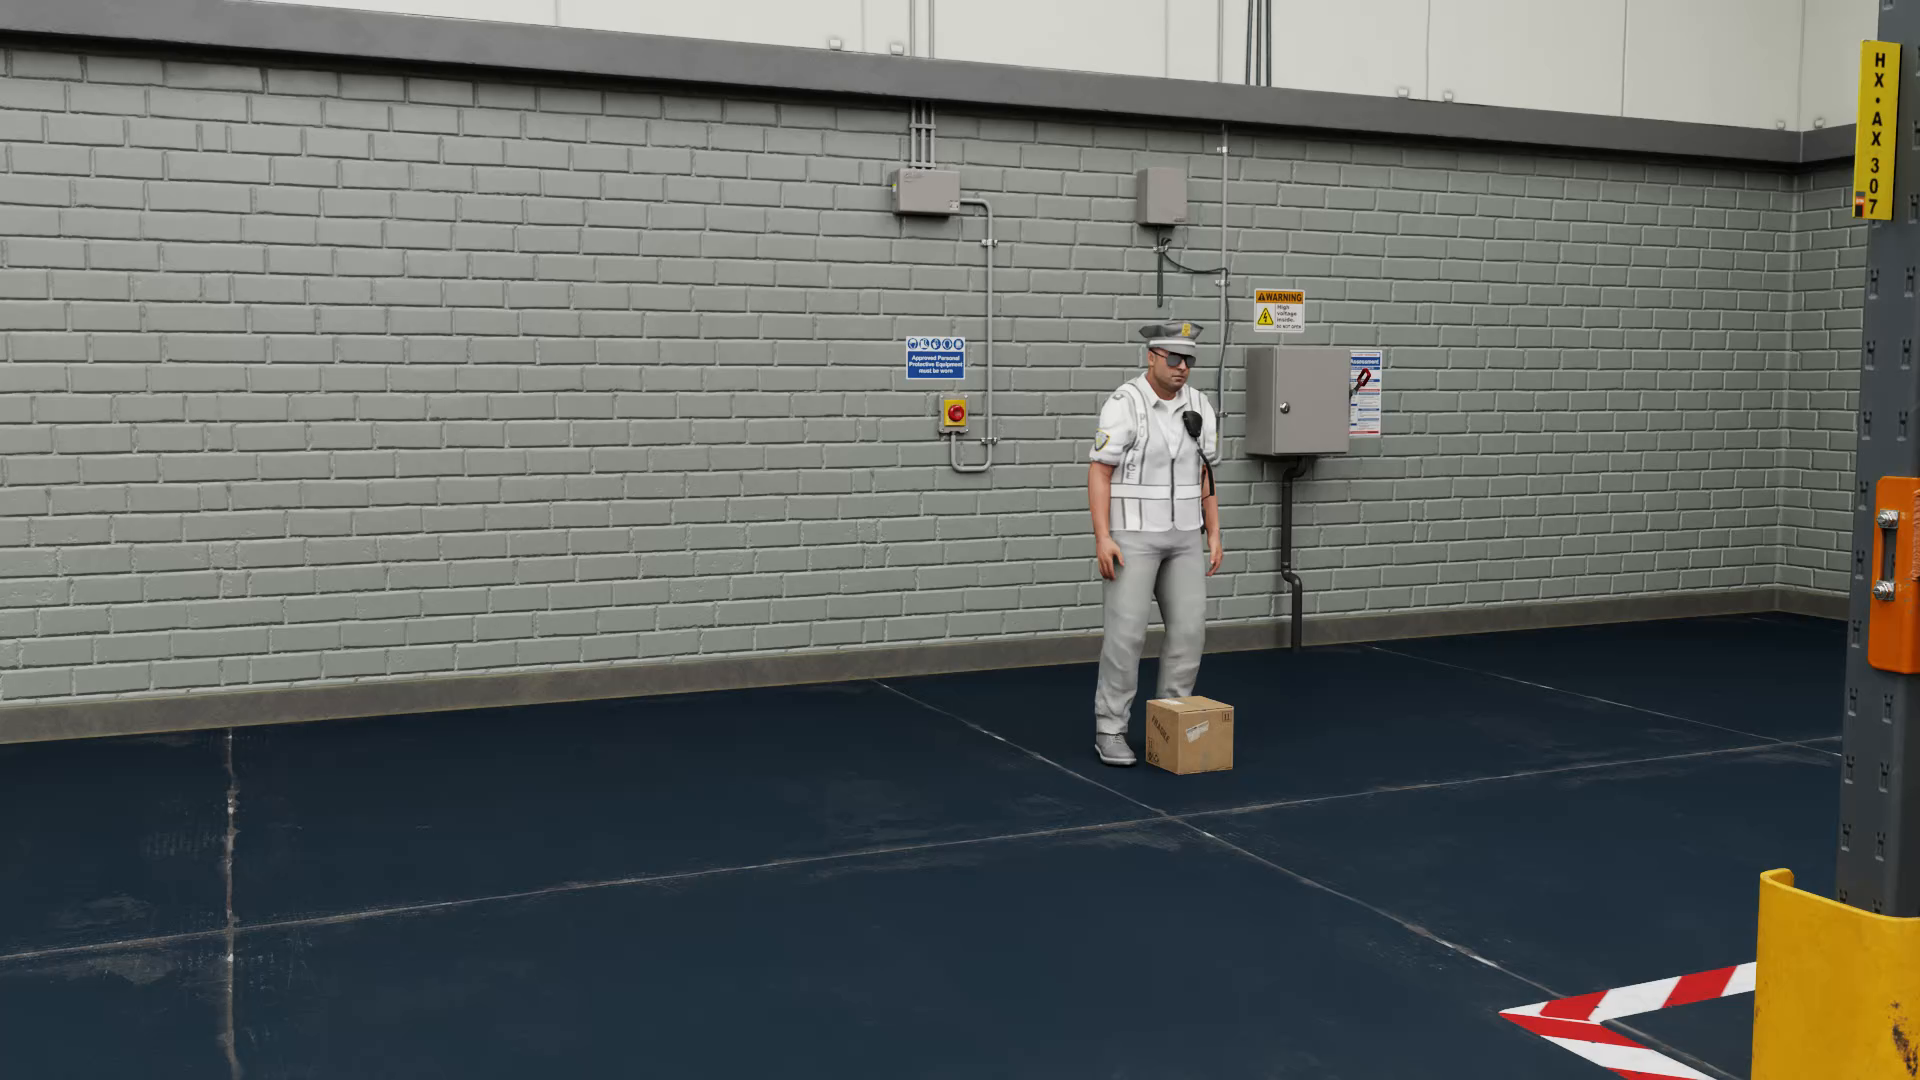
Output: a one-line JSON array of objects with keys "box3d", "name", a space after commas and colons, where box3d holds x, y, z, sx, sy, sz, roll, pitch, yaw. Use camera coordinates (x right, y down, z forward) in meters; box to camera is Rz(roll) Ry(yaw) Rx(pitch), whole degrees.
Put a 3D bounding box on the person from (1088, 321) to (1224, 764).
[{"box3d": [0.792, -0.001, 6.720, 0.585, 1.749, 0.465, -2, 6, -23], "name": "person"}]
